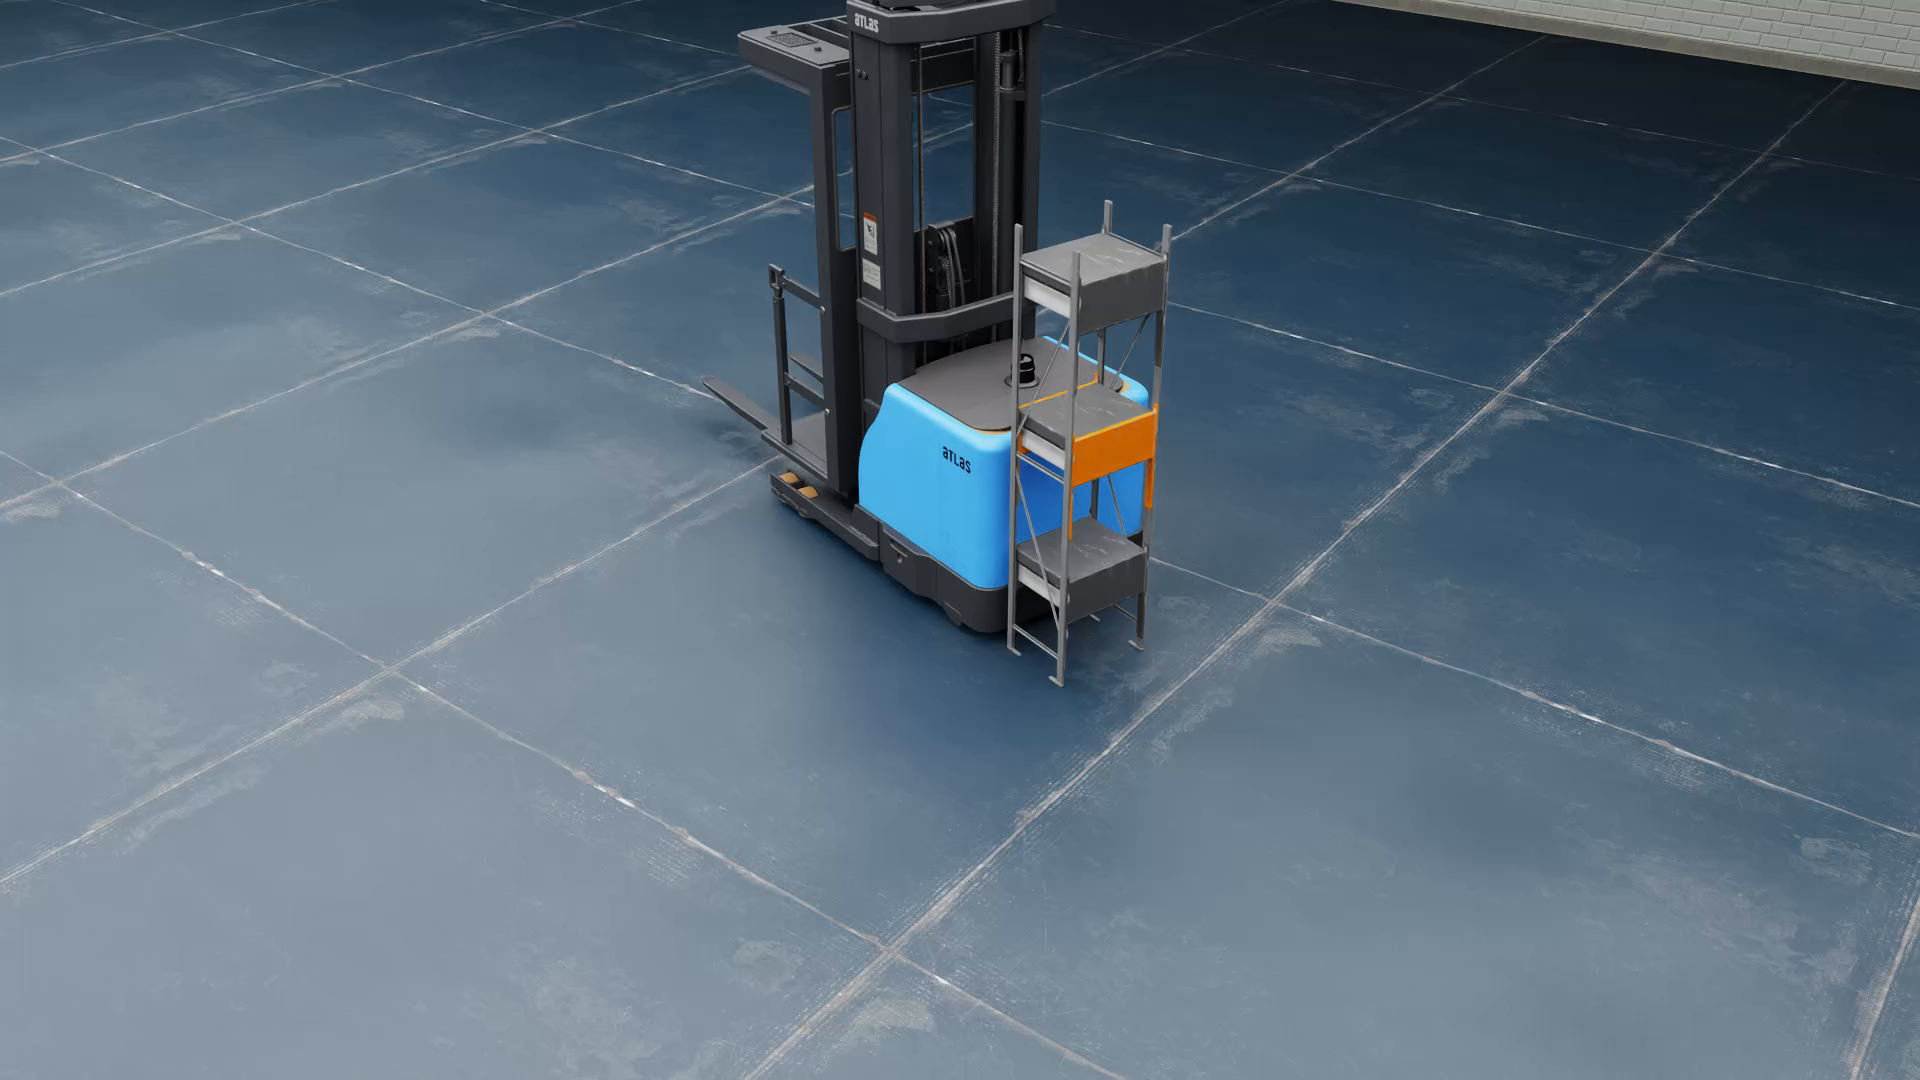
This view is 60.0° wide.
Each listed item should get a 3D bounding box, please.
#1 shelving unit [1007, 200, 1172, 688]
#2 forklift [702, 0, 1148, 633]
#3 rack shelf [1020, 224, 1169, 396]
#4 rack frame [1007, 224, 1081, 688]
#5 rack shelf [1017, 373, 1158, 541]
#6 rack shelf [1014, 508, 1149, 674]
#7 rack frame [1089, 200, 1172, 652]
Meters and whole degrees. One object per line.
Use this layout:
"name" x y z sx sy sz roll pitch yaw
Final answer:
"shelving unit" 0.545 -0.385 7.340 0.503 2.100 0.431 -21 36 -31
"forklift" -0.372 -1.515 8.432 1.130 2.935 3.031 -21 36 -31
"rack shelf" 0.545 -0.975 6.990 0.480 0.518 0.431 -21 36 -31
"rack frame" 0.350 -0.310 7.214 0.015 2.100 0.400 -21 36 -31
"rack shelf" 0.545 -0.373 7.347 0.480 0.518 0.431 -21 36 -31
"rack shelf" 0.545 0.229 7.704 0.480 0.518 0.431 -21 36 -31
"rack frame" 0.740 -0.459 7.465 0.015 2.100 0.400 -21 36 -31
